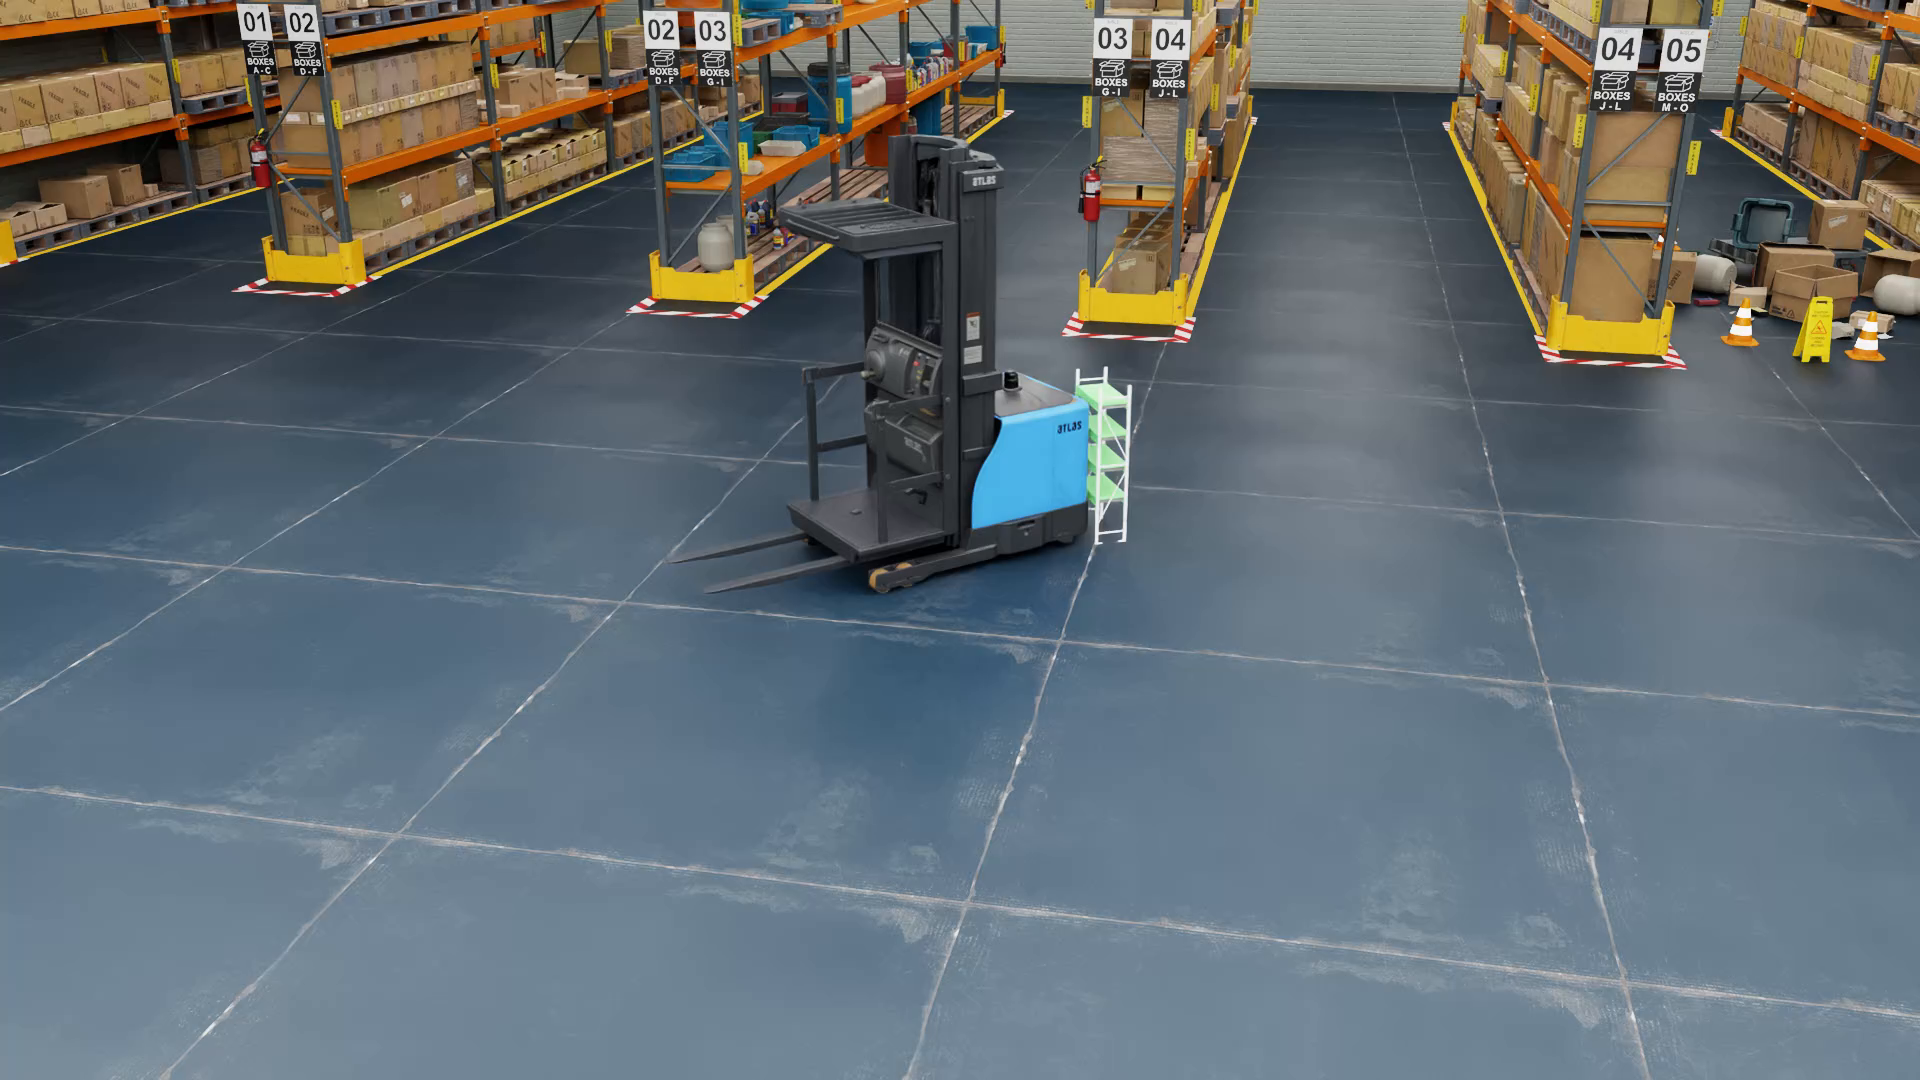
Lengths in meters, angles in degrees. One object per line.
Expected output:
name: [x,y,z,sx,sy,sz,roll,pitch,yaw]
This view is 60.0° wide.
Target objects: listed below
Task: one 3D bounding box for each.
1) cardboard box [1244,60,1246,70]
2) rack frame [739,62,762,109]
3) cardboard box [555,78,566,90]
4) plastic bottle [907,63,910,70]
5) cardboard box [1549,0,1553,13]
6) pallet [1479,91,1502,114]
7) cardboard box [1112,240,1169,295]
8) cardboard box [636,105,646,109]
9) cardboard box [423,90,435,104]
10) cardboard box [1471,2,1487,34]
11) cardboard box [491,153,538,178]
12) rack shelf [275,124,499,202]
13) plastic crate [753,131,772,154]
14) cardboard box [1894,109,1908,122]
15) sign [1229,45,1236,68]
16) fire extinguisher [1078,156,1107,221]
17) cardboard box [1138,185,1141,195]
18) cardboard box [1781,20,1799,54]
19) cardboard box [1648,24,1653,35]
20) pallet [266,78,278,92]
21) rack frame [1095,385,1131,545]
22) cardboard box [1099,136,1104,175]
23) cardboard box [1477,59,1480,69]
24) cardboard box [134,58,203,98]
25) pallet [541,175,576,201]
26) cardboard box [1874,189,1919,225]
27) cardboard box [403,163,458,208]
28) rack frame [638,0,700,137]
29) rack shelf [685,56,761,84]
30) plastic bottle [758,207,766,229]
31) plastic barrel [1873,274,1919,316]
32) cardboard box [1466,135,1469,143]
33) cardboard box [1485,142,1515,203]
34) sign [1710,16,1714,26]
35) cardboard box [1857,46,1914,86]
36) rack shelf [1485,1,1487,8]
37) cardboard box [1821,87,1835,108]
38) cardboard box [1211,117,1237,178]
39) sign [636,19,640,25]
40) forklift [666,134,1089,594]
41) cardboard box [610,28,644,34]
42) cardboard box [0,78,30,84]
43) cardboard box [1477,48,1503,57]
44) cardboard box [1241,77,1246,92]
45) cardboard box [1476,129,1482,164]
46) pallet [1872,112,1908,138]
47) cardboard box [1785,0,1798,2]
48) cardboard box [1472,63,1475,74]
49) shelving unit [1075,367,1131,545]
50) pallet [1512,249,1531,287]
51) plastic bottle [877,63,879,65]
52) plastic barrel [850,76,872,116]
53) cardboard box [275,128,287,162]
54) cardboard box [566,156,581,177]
cardboard box: [4.936,-8.548,29.899,0.380,0.149,0.250,4,22,10]
rack frame: [-4.542,-10.419,34.208,1.000,3.000,0.127,4,22,11]
cardboard box: [-6.546,-7.139,26.185,0.500,0.311,0.500,4,22,10]
plastic bottle: [-0.926,-8.208,28.985,0.097,0.201,0.097,0,22,0]
cardboard box: [7.135,-6.267,19.525,0.380,0.149,0.250,4,22,10]
pallet: [8.399,-6.501,24.738,1.213,0.211,1.003,4,22,11]
cardboard box: [2.034,-3.073,18.753,0.500,0.500,0.500,9,24,21]
cardboard box: [-5.902,-7.464,29.629,0.500,0.500,0.500,5,22,12]
cardboard box: [-7.097,-5.797,21.731,0.380,0.149,0.250,5,22,12]
cardboard box: [9.314,-9.191,29.290,0.500,0.500,0.500,4,22,9]
cardboard box: [-6.555,-5.524,24.423,0.500,0.311,0.500,4,22,10]
rack shelf: [-7.398,-4.965,21.629,1.077,0.370,4.000,4,22,11]
plastic crate: [-2.695,-5.078,21.230,0.450,0.188,0.662,4,22,11]
cardboard box: [12.708,-5.658,22.162,0.380,0.149,0.250,5,22,11]
sign: [4.056,-7.199,24.769,0.100,0.325,0.005,4,22,11]
fire extinguisher: [1.416,-3.768,17.798,0.296,0.674,0.183,4,22,11]
cardboard box: [1.798,-3.906,18.372,0.380,0.149,0.250,4,22,11]
cardboard box: [13.978,-8.333,27.556,0.500,0.500,0.500,4,22,10]
cardboard box: [7.212,-5.197,16.869,0.380,0.149,0.250,5,22,11]
pallet: [-11.065,-7.512,27.246,1.213,0.211,1.003,4,22,11]
rack frame: [1.110,-0.537,12.080,0.240,1.200,0.015,-6,23,-15]
cardboard box: [2.014,-4.386,18.697,0.875,0.500,0.500,4,22,11]
cardboard box: [8.488,-7.607,26.603,0.380,0.149,0.250,4,22,9]
cardboard box: [-11.703,-6.840,24.600,0.700,0.500,0.500,5,22,11]
pallet: [-6.631,-5.457,25.620,1.003,0.211,1.213,4,22,11]
cardboard box: [12.957,-4.481,22.419,0.950,0.372,0.625,4,22,10]
cardboard box: [-7.083,-4.746,22.237,0.500,0.500,0.500,4,22,11]
rack frame: [-5.358,-8.956,30.576,1.000,3.000,0.127,4,22,11]
rack shelf: [-4.950,-9.354,32.526,1.077,0.370,4.000,4,22,11]
plastic bottle: [-2.624,-4.264,21.989,0.097,0.271,0.097,0,22,0]
plastic barrel: [10.531,-2.731,18.568,0.421,0.421,0.512,-16,27,-35]
cardboard box: [9.046,-7.016,29.014,0.380,0.149,0.250,4,22,9]
cardboard box: [8.146,-5.257,23.840,1.050,0.750,0.750,4,22,10]
sign: [15.950,-11.122,35.593,0.327,0.218,0.001,4,22,11]
cardboard box: [13.074,-6.700,23.503,0.500,0.500,0.500,4,22,9]
rack shelf: [9.582,-9.573,29.057,1.077,0.370,4.000,4,22,11]
cardboard box: [13.357,-6.676,25.115,0.500,0.250,0.500,4,22,10]
cardboard box: [3.684,-6.197,26.006,1.225,0.875,0.875,3,22,8]
sign: [-5.891,-9.396,30.510,0.100,0.325,0.005,4,22,11]
forklift: [-0.570,-1.217,11.451,3.031,2.935,1.130,-14,26,-30]
cardboard box: [-5.752,-8.785,29.454,0.700,0.500,0.500,8,23,19]
cardboard box: [-12.555,-5.792,21.891,0.500,0.500,0.500,4,22,9]
cardboard box: [8.538,-7.834,26.767,0.380,0.149,0.250,5,22,11]
cardboard box: [4.736,-7.973,30.417,0.875,0.875,0.875,4,22,11]
cardboard box: [8.657,-6.376,26.954,0.500,0.500,0.500,5,23,13]
pallet: [13.183,-5.623,22.558,1.213,0.211,1.003,4,22,11]
cardboard box: [14.980,-9.571,29.763,0.380,0.149,0.250,5,22,12]
cardboard box: [8.644,-7.754,27.365,0.380,0.149,0.250,3,22,8]
shelving unit: [1.043,-0.625,12.298,0.258,1.200,0.503,-6,23,-15]
pallet: [7.310,-3.293,20.247,1.003,0.211,1.213,4,22,11]
plastic bottle: [-1.354,-7.745,27.634,0.144,0.351,0.185,4,22,11]
plastic barrel: [-1.494,-6.474,24.231,0.433,0.535,0.433,0,22,0]
cardboard box: [-11.339,-6.467,27.153,0.700,0.500,0.500,4,22,11]
cardboard box: [-6.250,-5.829,25.930,0.500,0.250,0.500,5,22,12]
